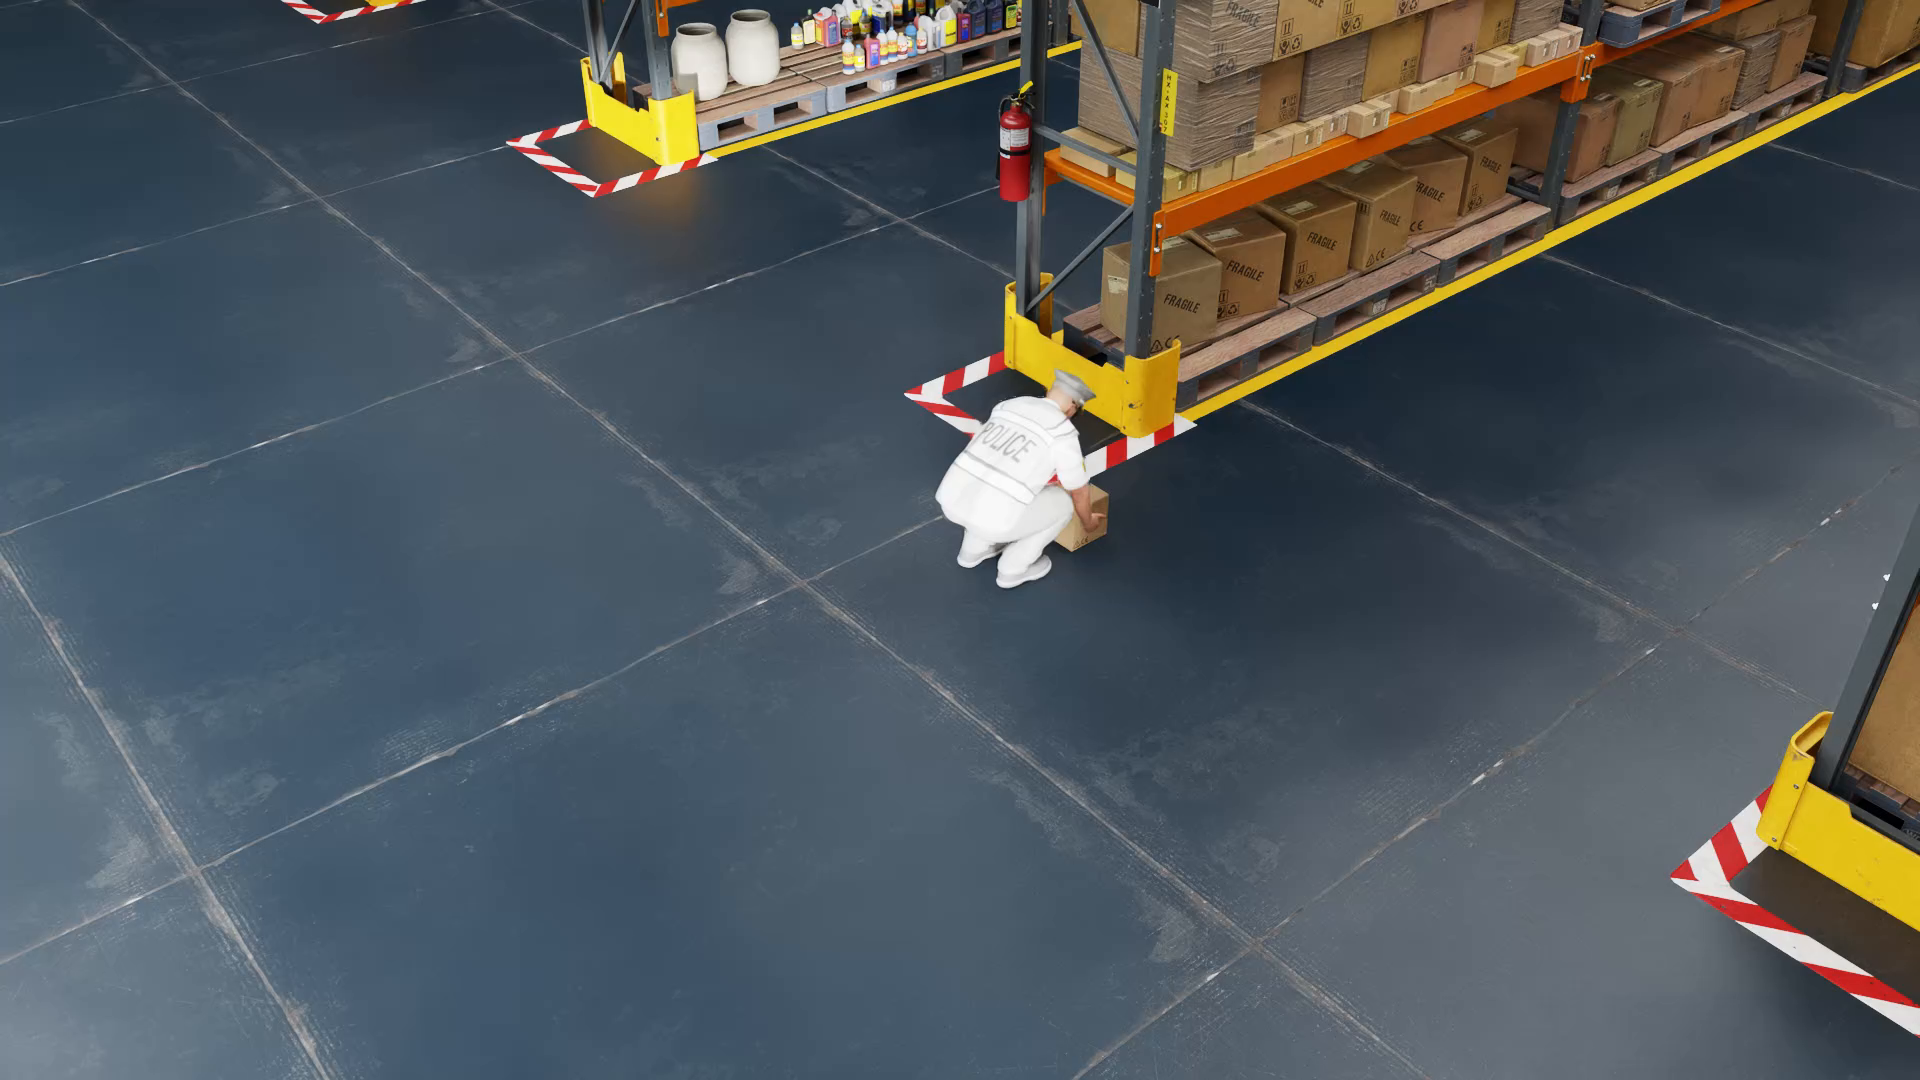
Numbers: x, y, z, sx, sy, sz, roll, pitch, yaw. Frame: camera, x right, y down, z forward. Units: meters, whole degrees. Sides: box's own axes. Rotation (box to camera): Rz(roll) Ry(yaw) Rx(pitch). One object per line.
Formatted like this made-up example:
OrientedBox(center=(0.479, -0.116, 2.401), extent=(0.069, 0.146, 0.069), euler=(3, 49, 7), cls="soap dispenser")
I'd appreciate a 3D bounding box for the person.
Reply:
OrientedBox(center=(0.308, -0.300, 8.203), extent=(0.954, 0.931, 0.552), euler=(-26, 43, -32), cls="person")
